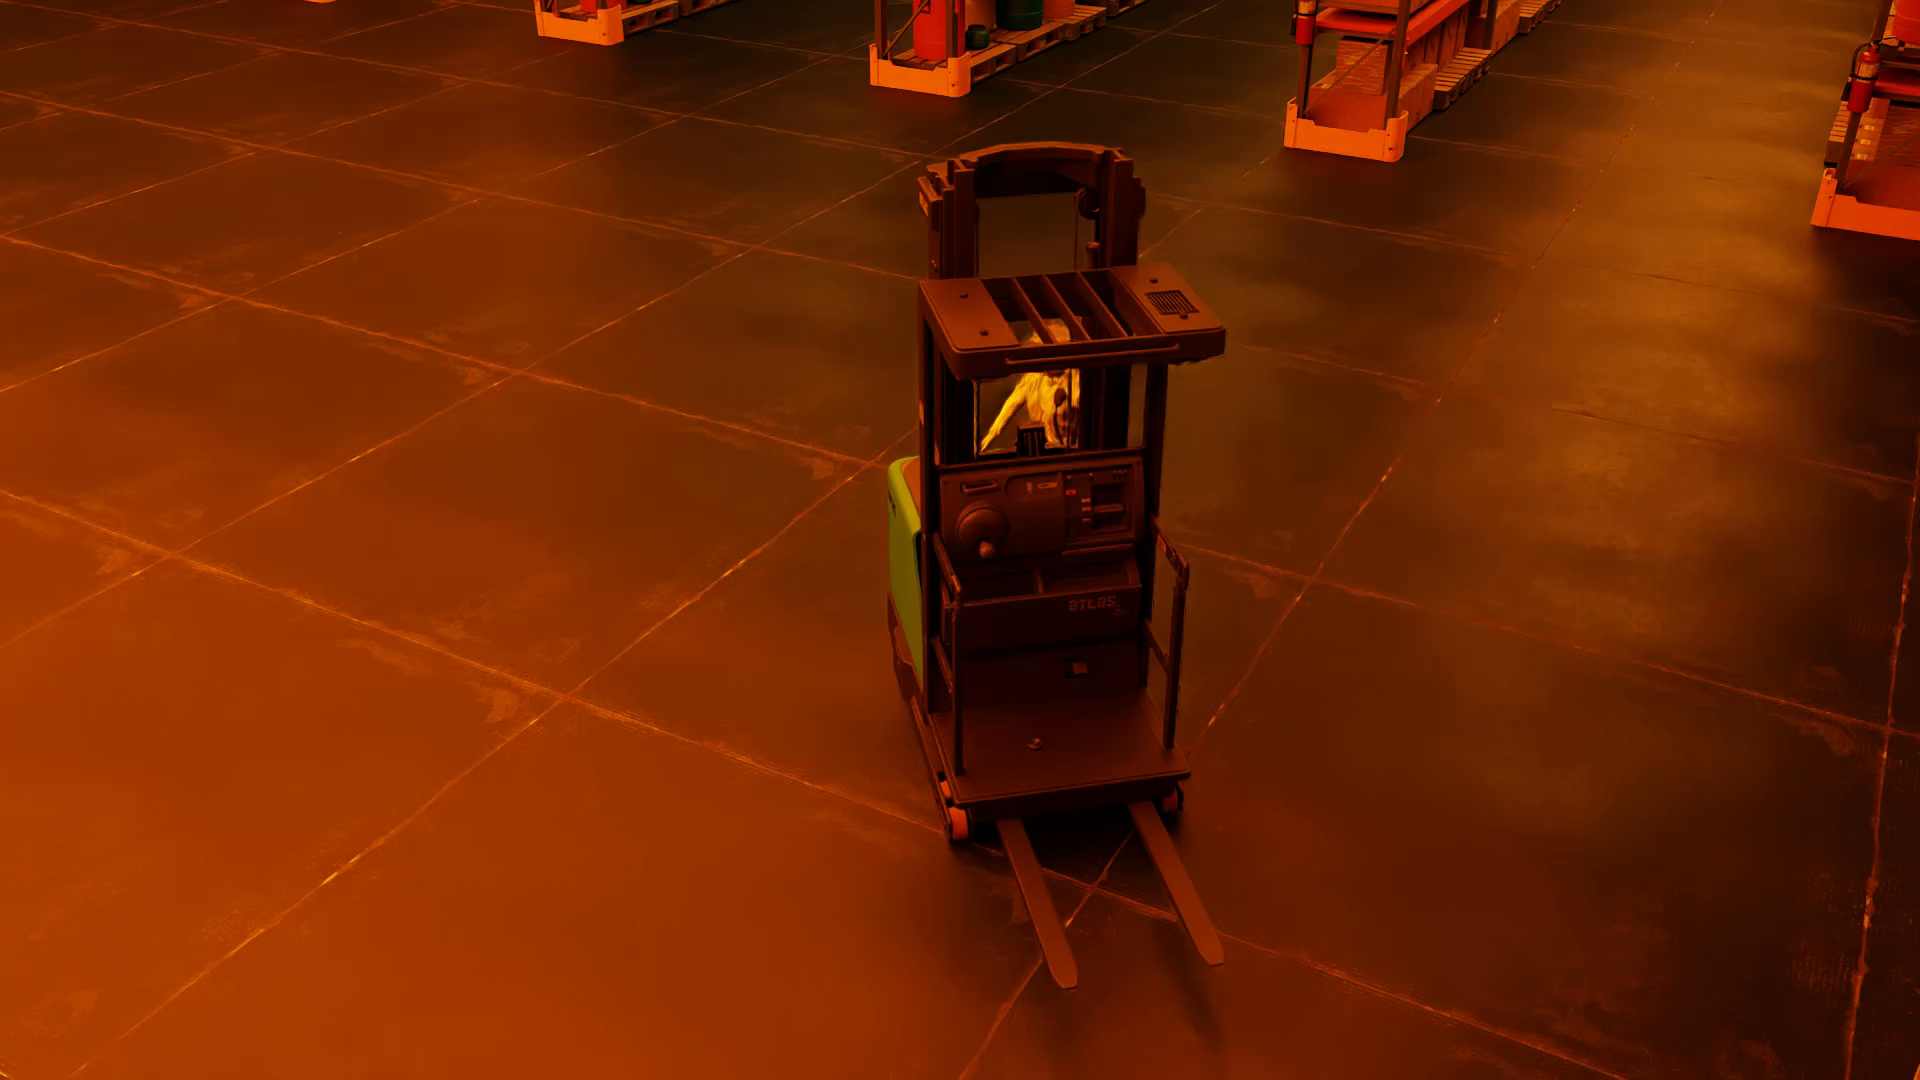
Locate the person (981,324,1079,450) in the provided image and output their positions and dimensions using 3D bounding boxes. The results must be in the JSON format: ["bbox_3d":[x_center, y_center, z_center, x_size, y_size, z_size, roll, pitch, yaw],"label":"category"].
[{"bbox_3d":[0.487,-0.445,9.328,0.997,1.518,0.923,27,39,38],"label":"person"}]

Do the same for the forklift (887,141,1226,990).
[{"bbox_3d":[0.417,-0.093,7.232,1.130,2.935,3.031,-6,31,-10],"label":"forklift"}]
